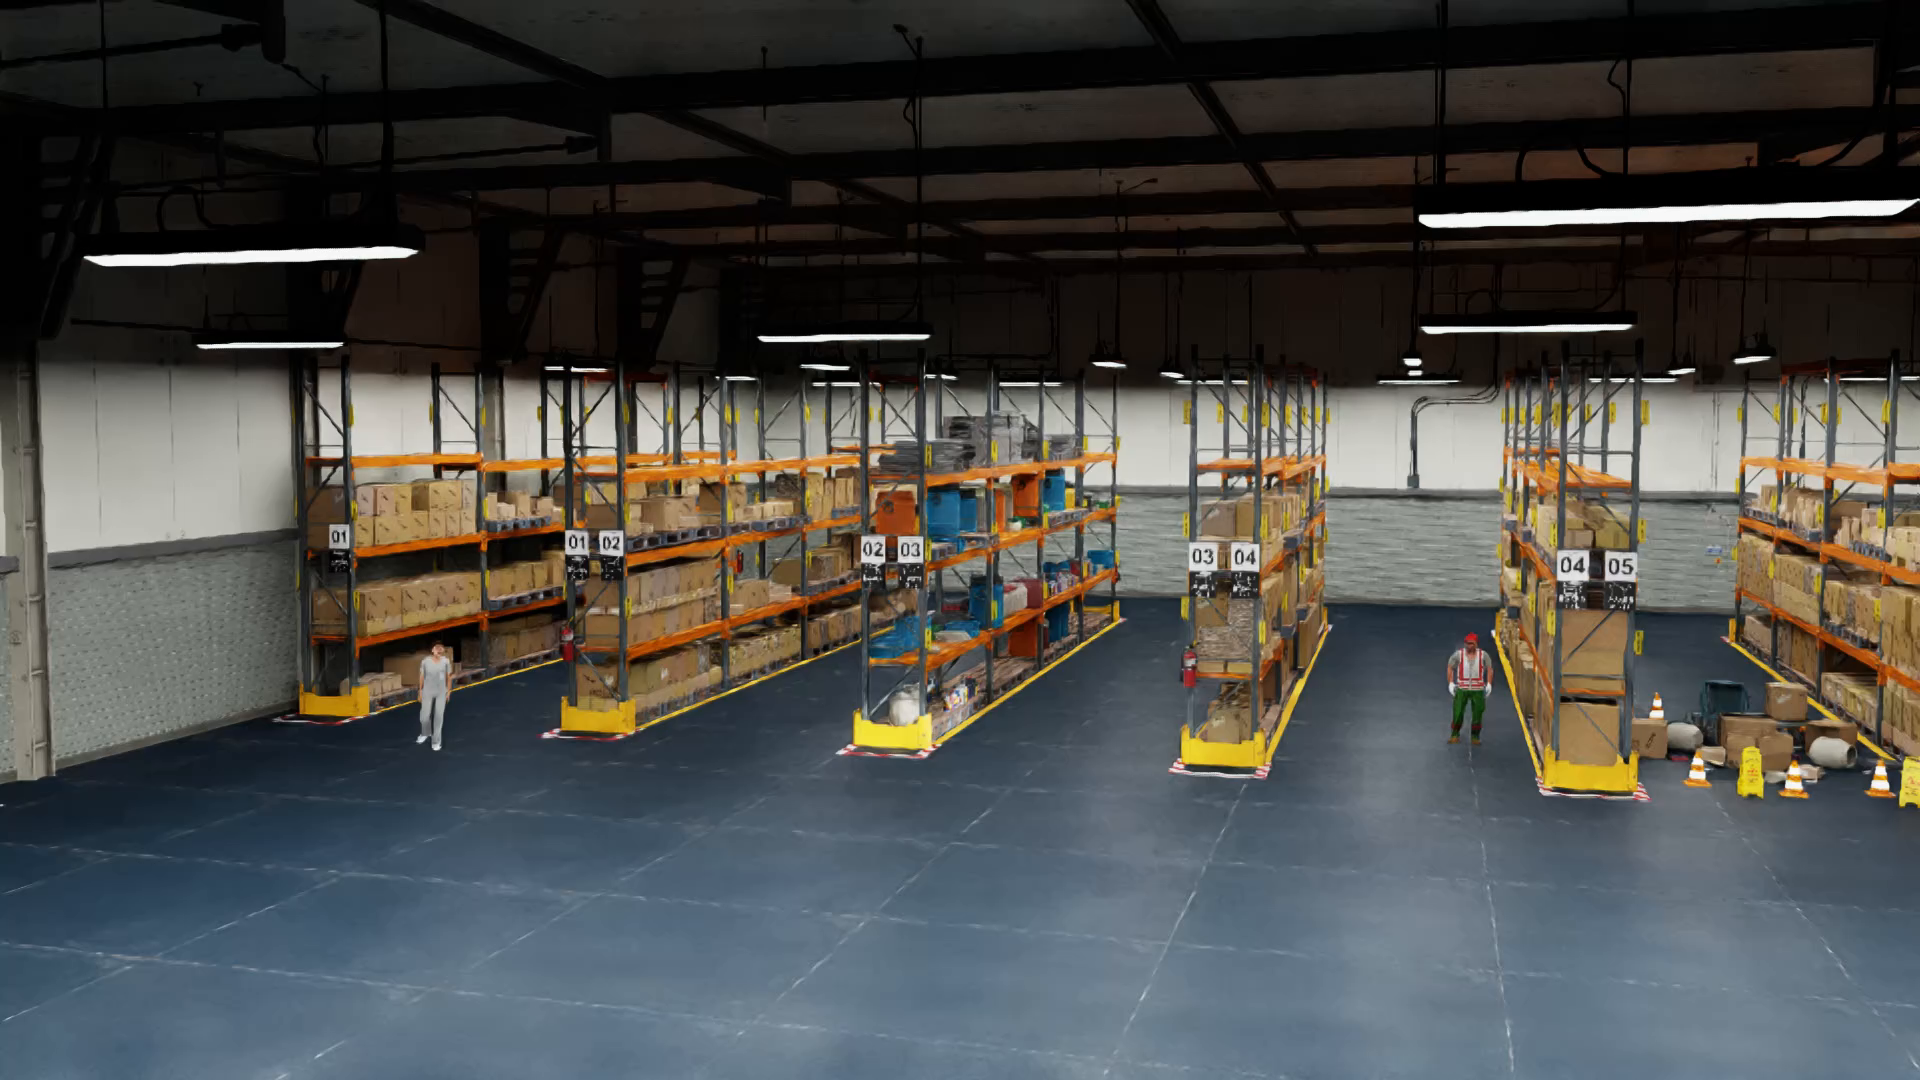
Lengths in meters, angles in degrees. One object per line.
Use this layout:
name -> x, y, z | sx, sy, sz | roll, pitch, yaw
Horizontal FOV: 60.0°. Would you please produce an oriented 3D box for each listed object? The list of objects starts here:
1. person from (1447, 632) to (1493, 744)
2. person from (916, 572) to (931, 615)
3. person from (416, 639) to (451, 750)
person -> 7.726, 2.251, 25.213 | 0.677, 1.742, 0.552 | 1, 4, 14
person -> -0.854, 1.222, 38.970 | 0.363, 1.685, 0.602 | 1, 4, 7
person -> -7.906, 2.304, 24.971 | 0.518, 1.664, 0.514 | -2, 5, -21
